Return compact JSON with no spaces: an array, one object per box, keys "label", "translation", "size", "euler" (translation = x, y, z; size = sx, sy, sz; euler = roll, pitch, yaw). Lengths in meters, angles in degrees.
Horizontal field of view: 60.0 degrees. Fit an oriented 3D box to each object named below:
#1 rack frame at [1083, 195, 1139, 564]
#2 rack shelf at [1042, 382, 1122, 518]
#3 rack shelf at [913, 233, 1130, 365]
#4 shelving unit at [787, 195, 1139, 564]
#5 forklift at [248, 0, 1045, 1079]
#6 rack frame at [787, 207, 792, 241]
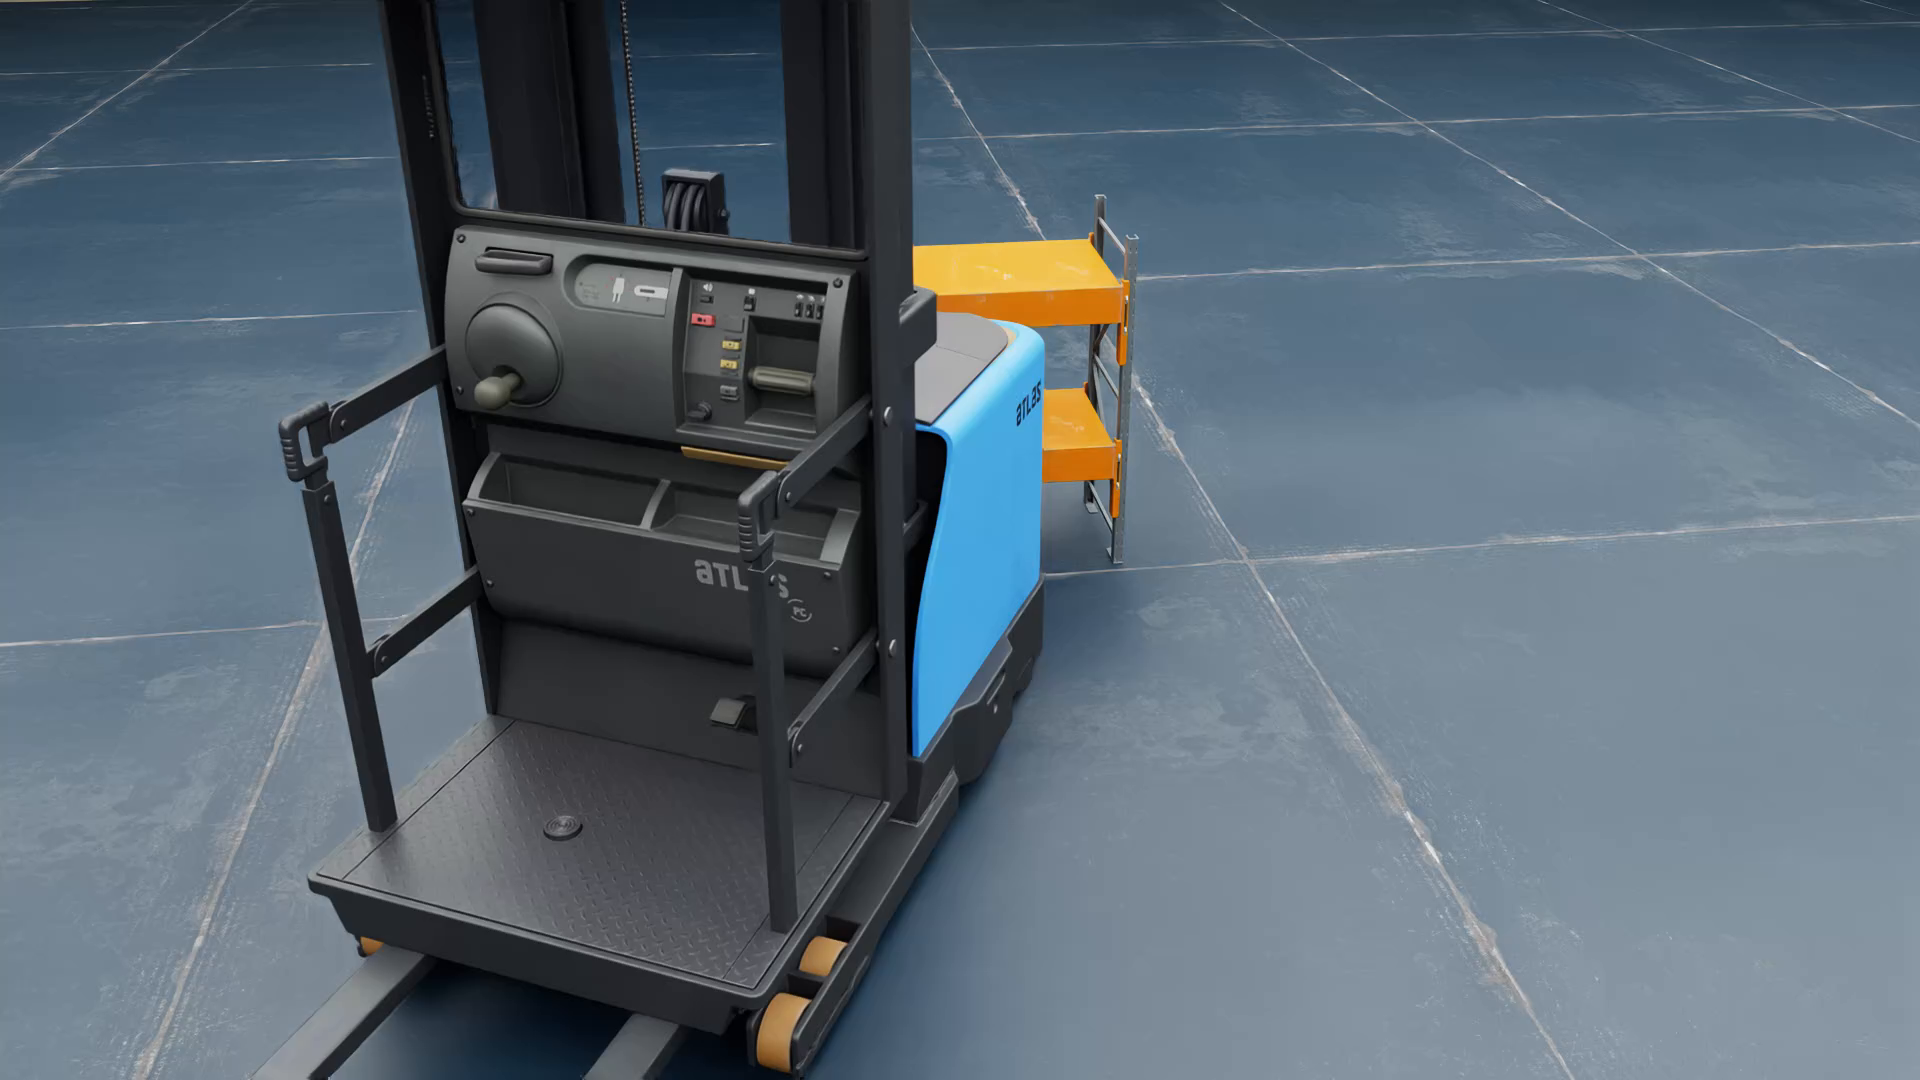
[{"label":"rack frame","translation":[0.497,-0.532,5.555],"size":[0.032,1.125,0.500],"euler":[-4,27,-7]},{"label":"rack shelf","translation":[-0.007,-0.282,5.604],"size":[1.000,0.278,0.538],"euler":[-4,27,-7]},{"label":"rack shelf","translation":[-0.007,-0.760,5.359],"size":[1.000,0.278,0.538],"euler":[-4,27,-7]},{"label":"shelving unit","translation":[-0.007,-0.500,5.492],"size":[1.048,1.125,0.538],"euler":[-4,27,-7]},{"label":"forklift","translation":[-0.735,-0.383,3.286],"size":[1.130,2.935,3.031],"euler":[9,29,18]},{"label":"rack frame","translation":[-0.510,-0.468,5.429],"size":[0.032,1.125,0.500],"euler":[-4,27,-7]}]
